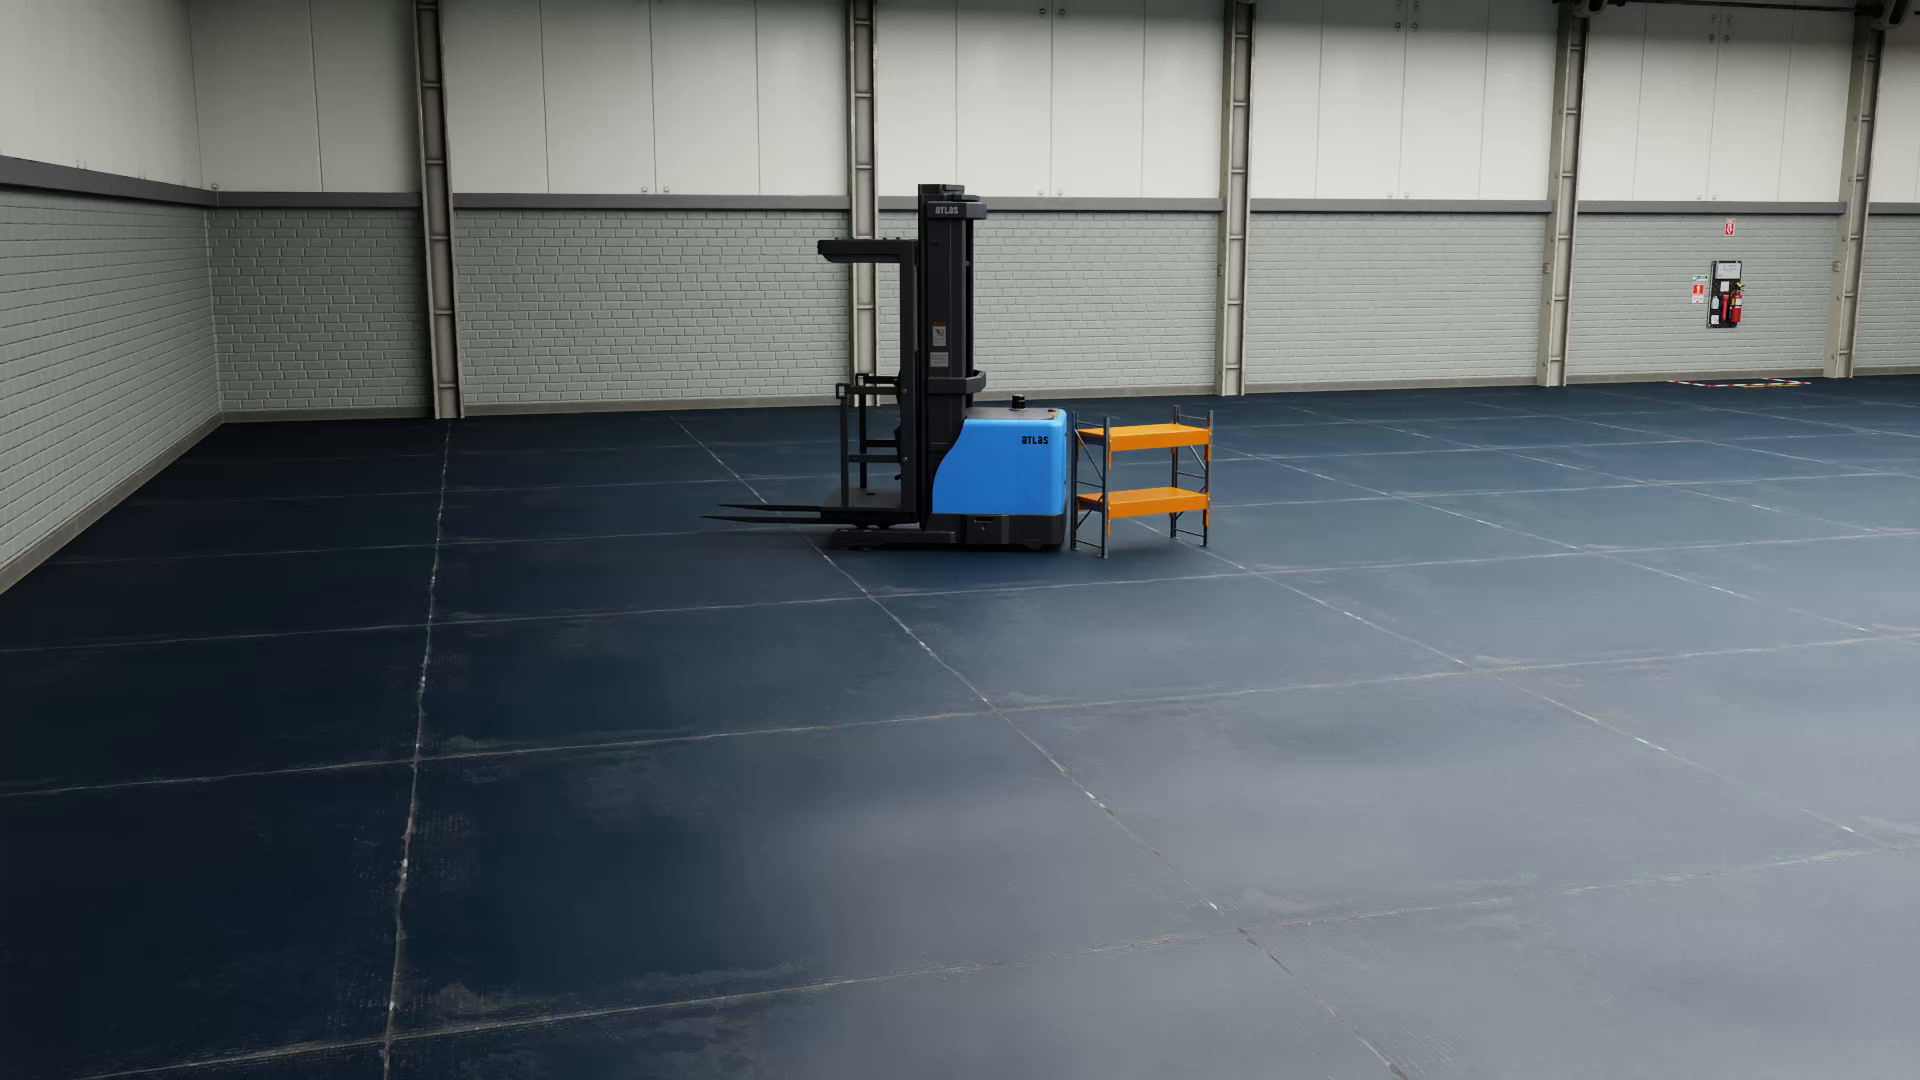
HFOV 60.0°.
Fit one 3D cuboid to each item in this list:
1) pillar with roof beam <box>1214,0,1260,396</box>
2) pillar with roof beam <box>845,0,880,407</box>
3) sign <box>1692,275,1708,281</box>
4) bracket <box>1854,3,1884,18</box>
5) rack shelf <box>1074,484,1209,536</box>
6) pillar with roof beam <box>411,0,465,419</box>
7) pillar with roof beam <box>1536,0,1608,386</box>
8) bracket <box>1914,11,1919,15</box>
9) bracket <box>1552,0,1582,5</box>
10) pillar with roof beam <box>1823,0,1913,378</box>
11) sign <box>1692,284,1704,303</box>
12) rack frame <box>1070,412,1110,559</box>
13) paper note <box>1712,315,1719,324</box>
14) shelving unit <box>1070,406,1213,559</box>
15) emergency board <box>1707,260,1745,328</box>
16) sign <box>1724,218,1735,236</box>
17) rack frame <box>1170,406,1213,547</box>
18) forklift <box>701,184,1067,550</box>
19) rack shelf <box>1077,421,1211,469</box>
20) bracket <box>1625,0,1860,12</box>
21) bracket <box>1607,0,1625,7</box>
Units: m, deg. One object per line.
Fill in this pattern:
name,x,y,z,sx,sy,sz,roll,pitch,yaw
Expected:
pillar with roof beam,5.530,-6.016,21.870,0.548,9.000,9.100,-3,11,-16
pillar with roof beam,-0.231,-5.712,20.221,0.400,9.000,9.100,-3,11,-16
sign,12.912,-4.569,29.020,0.331,0.109,0.001,-3,11,-16
bracket,15.549,-9.059,28.458,0.430,0.232,0.235,-3,11,-16
rack shelf,1.484,-0.251,13.653,1.000,0.278,0.538,-6,12,-29
pillar with roof beam,-5.992,-5.409,18.571,0.400,9.000,9.100,-3,11,-16
pillar with roof beam,11.291,-6.319,23.519,0.548,9.000,9.100,-3,11,-16
bracket,18.820,-9.231,29.395,4.783,0.066,0.076,-3,11,-16
bracket,9.788,-8.755,26.809,0.430,0.232,0.235,-3,11,-16
pillar with roof beam,17.052,-6.623,25.168,0.548,9.000,9.100,-3,11,-16
sign,12.905,-4.310,29.076,0.234,0.329,0.001,-3,11,-16
rack frame,1.041,-0.446,13.363,0.032,1.125,0.500,-6,12,-29
paper note,13.276,-3.872,29.230,0.142,0.148,0.016,-3,11,-16
shelving unit,1.484,-0.491,13.608,1.048,1.125,0.538,-6,12,-29
emergency board,13.465,-4.303,29.133,0.643,1.169,0.194,-3,11,-16
sign,13.429,-5.460,29.015,0.199,0.298,0.001,-3,11,-16
rack frame,1.927,-0.536,13.853,0.032,1.125,0.500,-6,12,-29
forklift,-0.627,-1.452,13.840,3.031,2.935,1.130,1,10,5
rack shelf,1.484,-0.779,13.555,1.000,0.278,0.538,-6,12,-29
bracket,13.059,-8.928,27.745,4.783,0.066,0.076,-3,11,-16
bracket,10.585,-8.797,27.037,0.430,0.232,0.235,-3,11,-16
